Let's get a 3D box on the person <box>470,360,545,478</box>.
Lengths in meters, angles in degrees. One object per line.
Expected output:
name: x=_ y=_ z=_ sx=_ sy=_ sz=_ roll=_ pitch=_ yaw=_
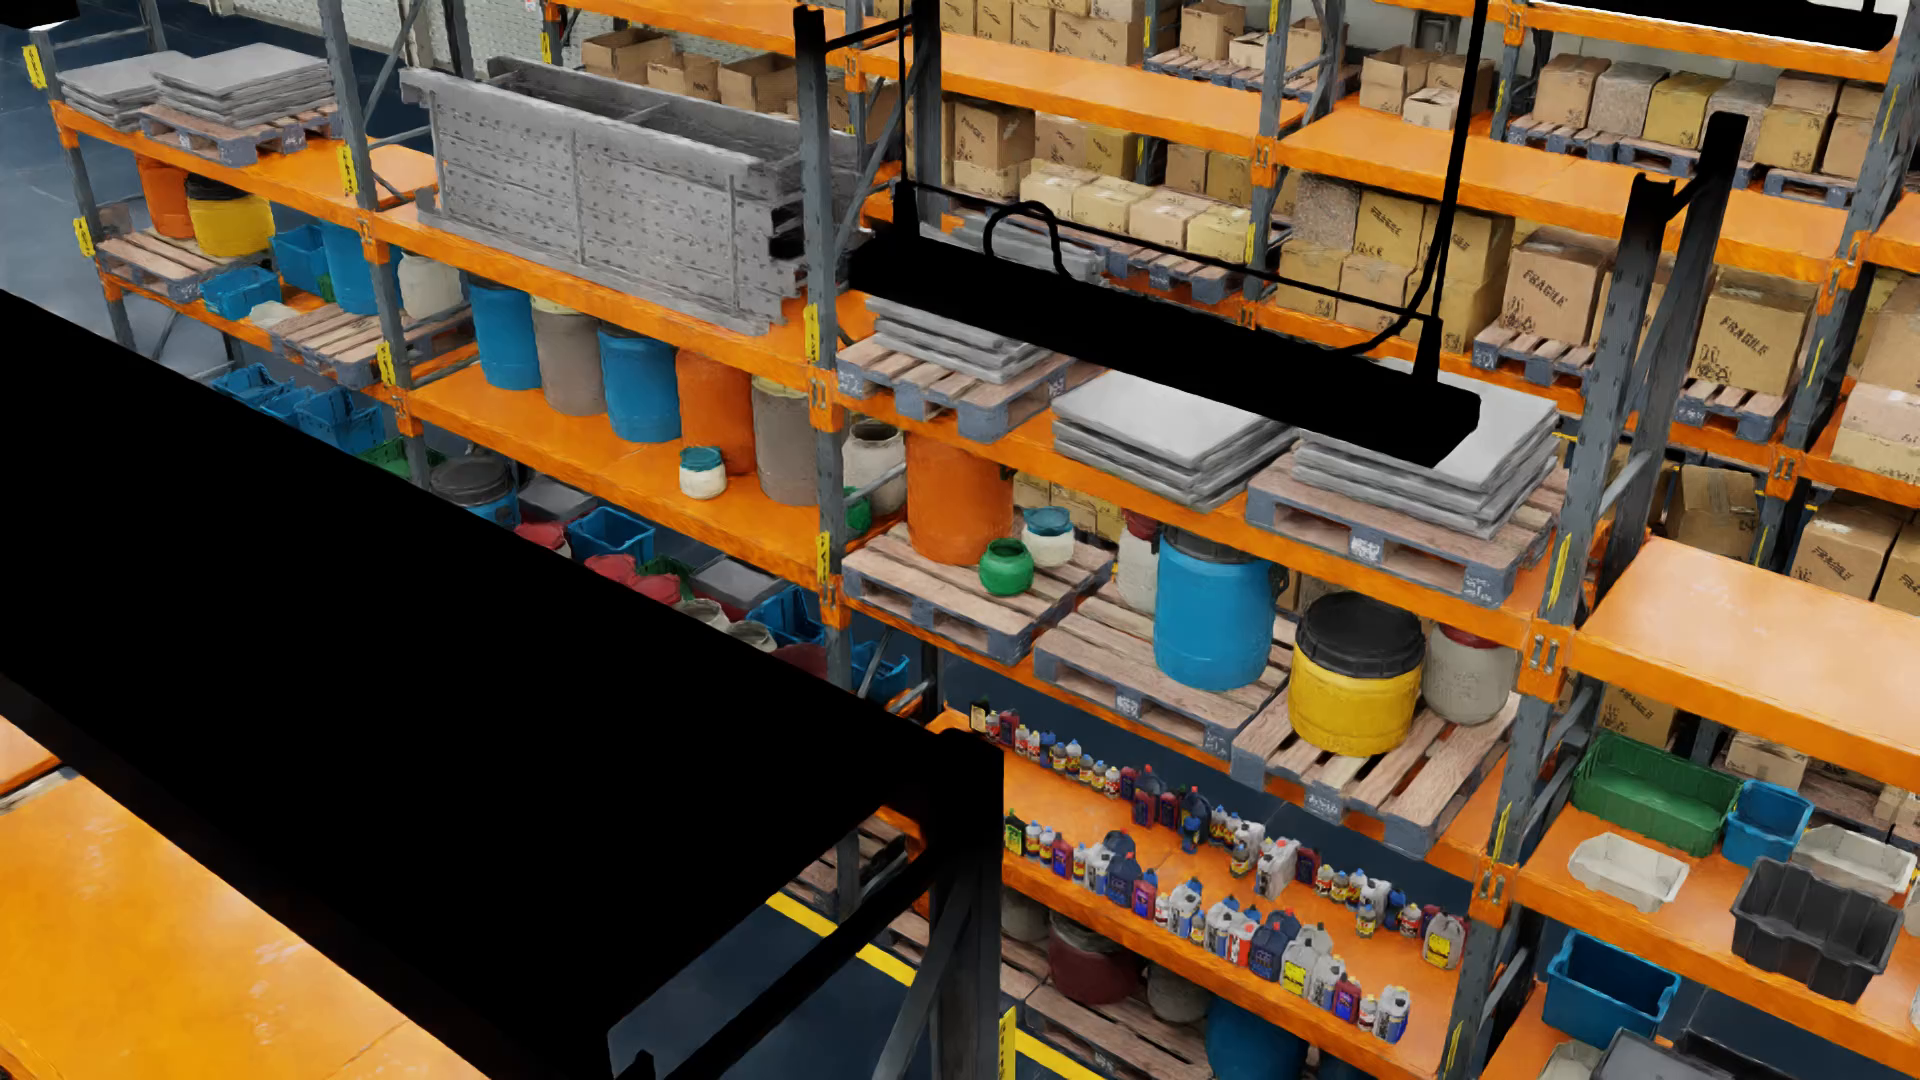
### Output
person: x=-4.387 y=-1.222 z=15.626 sx=1.035 sy=1.708 sz=0.571 roll=16 pitch=35 yaw=24
